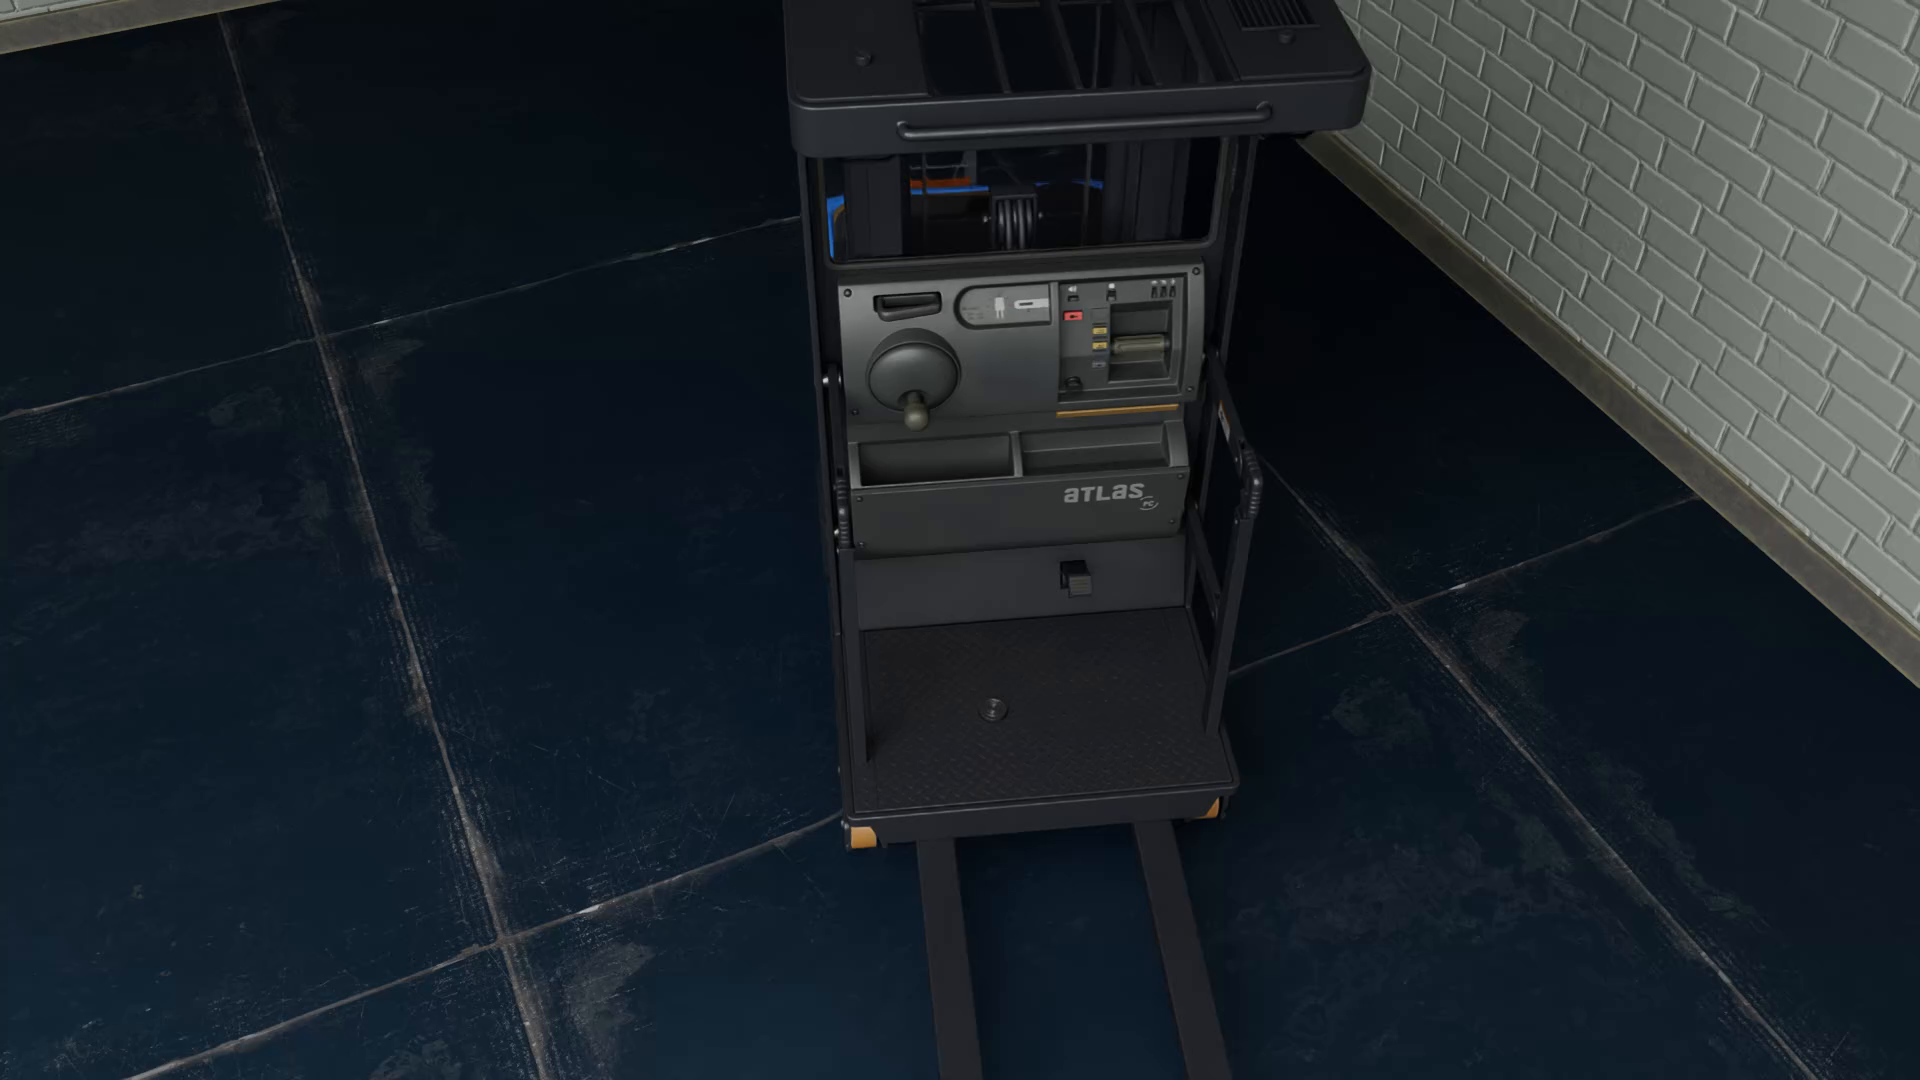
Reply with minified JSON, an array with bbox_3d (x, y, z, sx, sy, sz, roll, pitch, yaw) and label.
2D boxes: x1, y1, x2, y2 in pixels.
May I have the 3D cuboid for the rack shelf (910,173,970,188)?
[{"bbox_3d":[-0.076,-1.136,5.598,0.258,0.103,0.180,-4,45,-4],"label":"rack shelf"}]

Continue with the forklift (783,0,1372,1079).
[{"bbox_3d":[0.185,-0.407,4.075,1.130,2.935,3.031,-4,45,-4],"label":"forklift"}]

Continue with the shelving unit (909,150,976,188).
[{"bbox_3d":[-0.076,-0.912,5.820,0.258,1.200,0.189,-4,45,-4],"label":"shelving unit"}]

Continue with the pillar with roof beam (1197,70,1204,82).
[{"bbox_3d":[-2.642,-3.962,3.358,9.100,9.000,0.400,-18,47,-17],"label":"pillar with roof beam"}]

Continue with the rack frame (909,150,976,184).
[{"bbox_3d":[-0.066,-0.848,5.755,0.240,1.200,0.006,-4,45,-4],"label":"rack frame"}]

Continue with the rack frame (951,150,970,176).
[{"bbox_3d":[-0.085,-0.975,5.884,0.240,1.200,0.006,-4,45,-4],"label":"rack frame"}]
